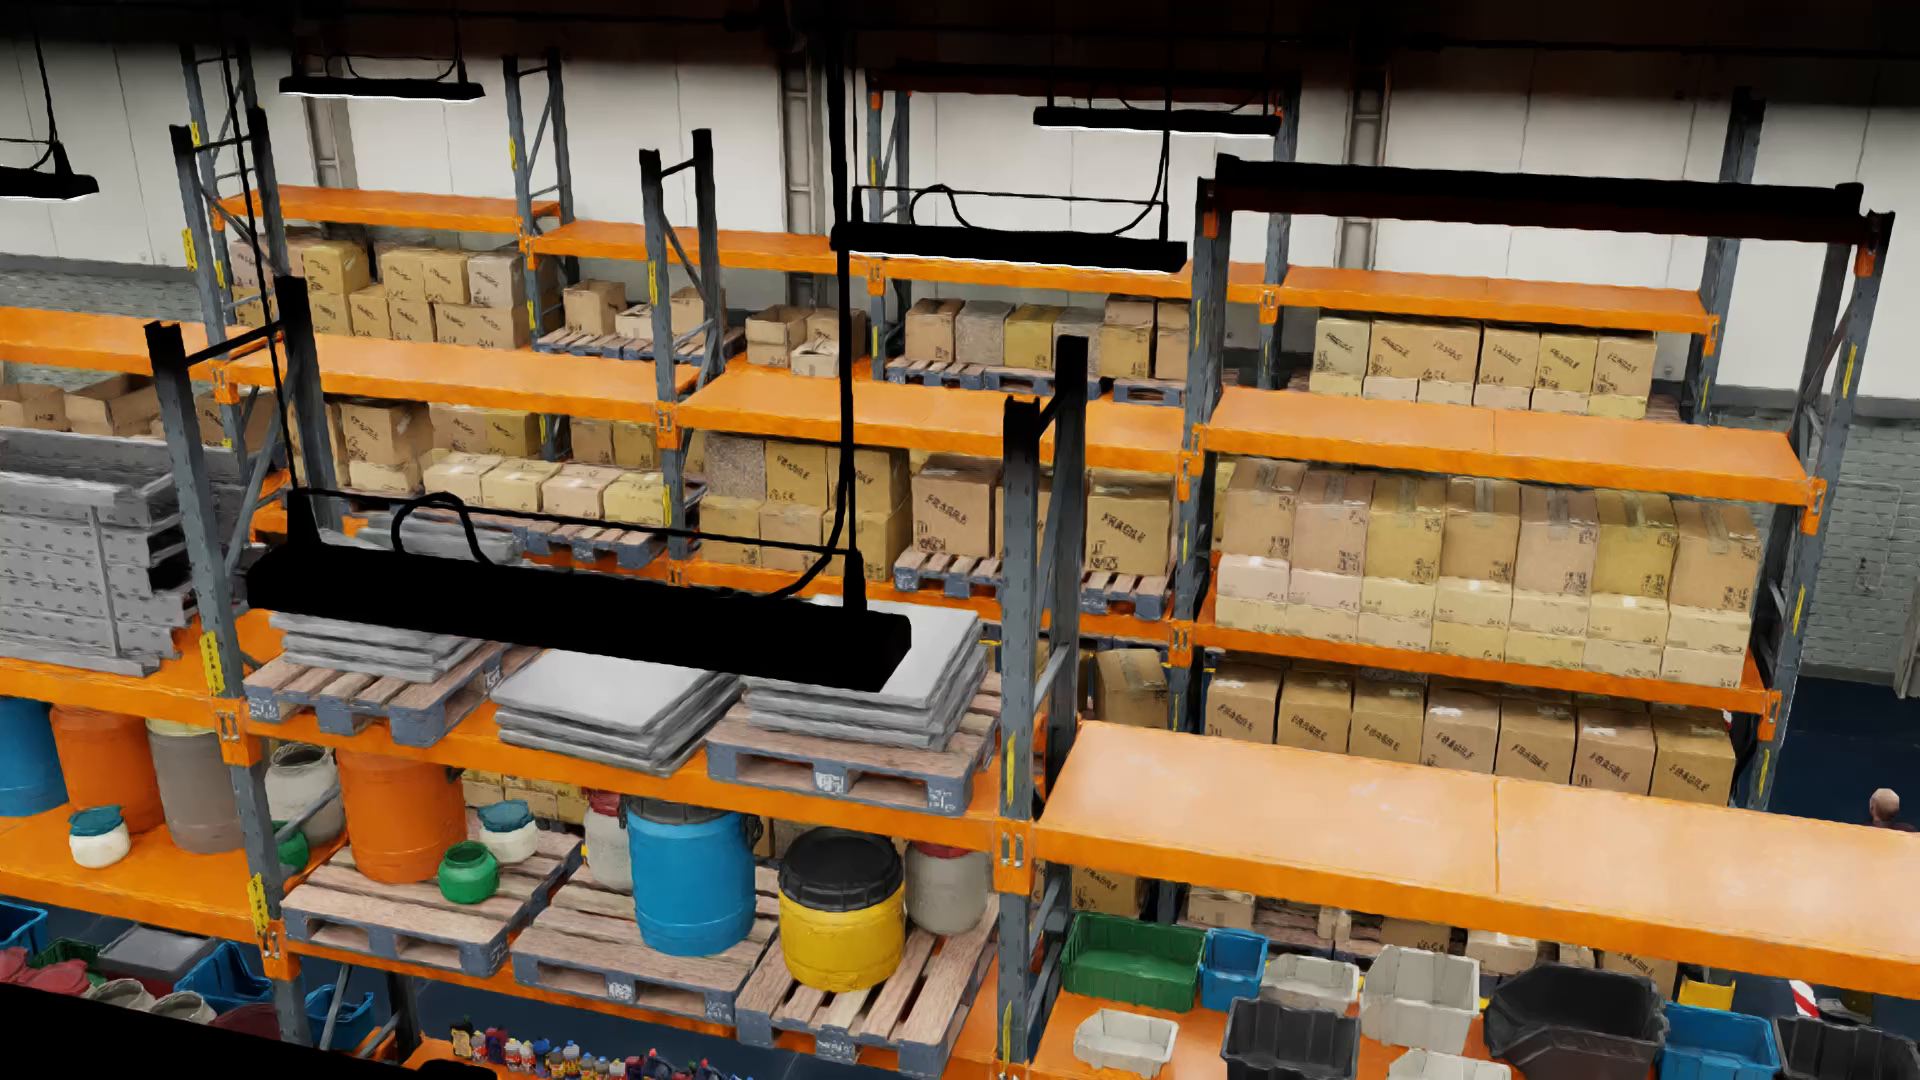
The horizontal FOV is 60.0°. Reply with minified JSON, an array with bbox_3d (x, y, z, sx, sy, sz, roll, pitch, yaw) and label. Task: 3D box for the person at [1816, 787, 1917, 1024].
[{"bbox_3d":[6.642,2.598,12.190,0.667,1.757,0.743,-7,23,-16],"label":"person"}]
